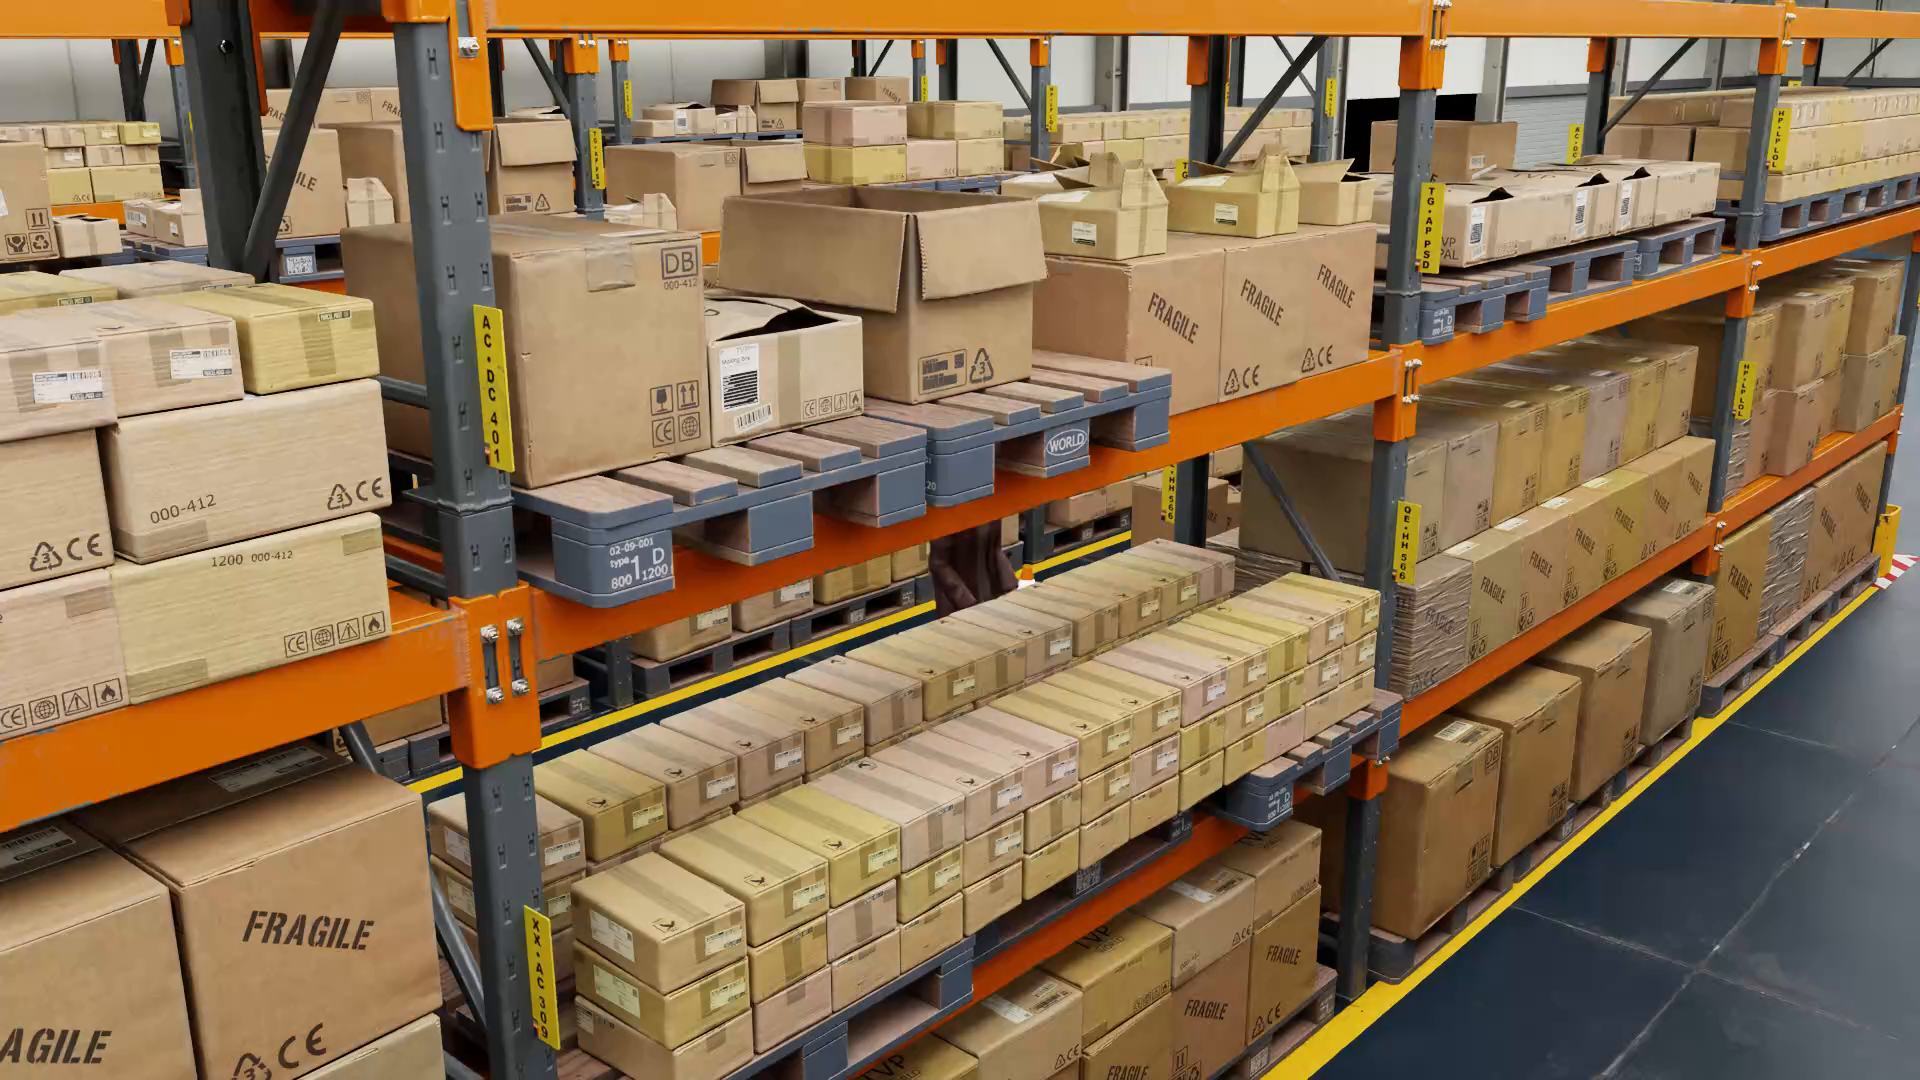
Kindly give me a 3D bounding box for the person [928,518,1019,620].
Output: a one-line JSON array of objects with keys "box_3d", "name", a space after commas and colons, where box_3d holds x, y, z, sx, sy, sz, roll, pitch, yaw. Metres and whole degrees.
[{"box_3d": [0.082, 0.368, 9.326, 0.443, 1.781, 0.579, 14, 22, 39], "name": "person"}]
